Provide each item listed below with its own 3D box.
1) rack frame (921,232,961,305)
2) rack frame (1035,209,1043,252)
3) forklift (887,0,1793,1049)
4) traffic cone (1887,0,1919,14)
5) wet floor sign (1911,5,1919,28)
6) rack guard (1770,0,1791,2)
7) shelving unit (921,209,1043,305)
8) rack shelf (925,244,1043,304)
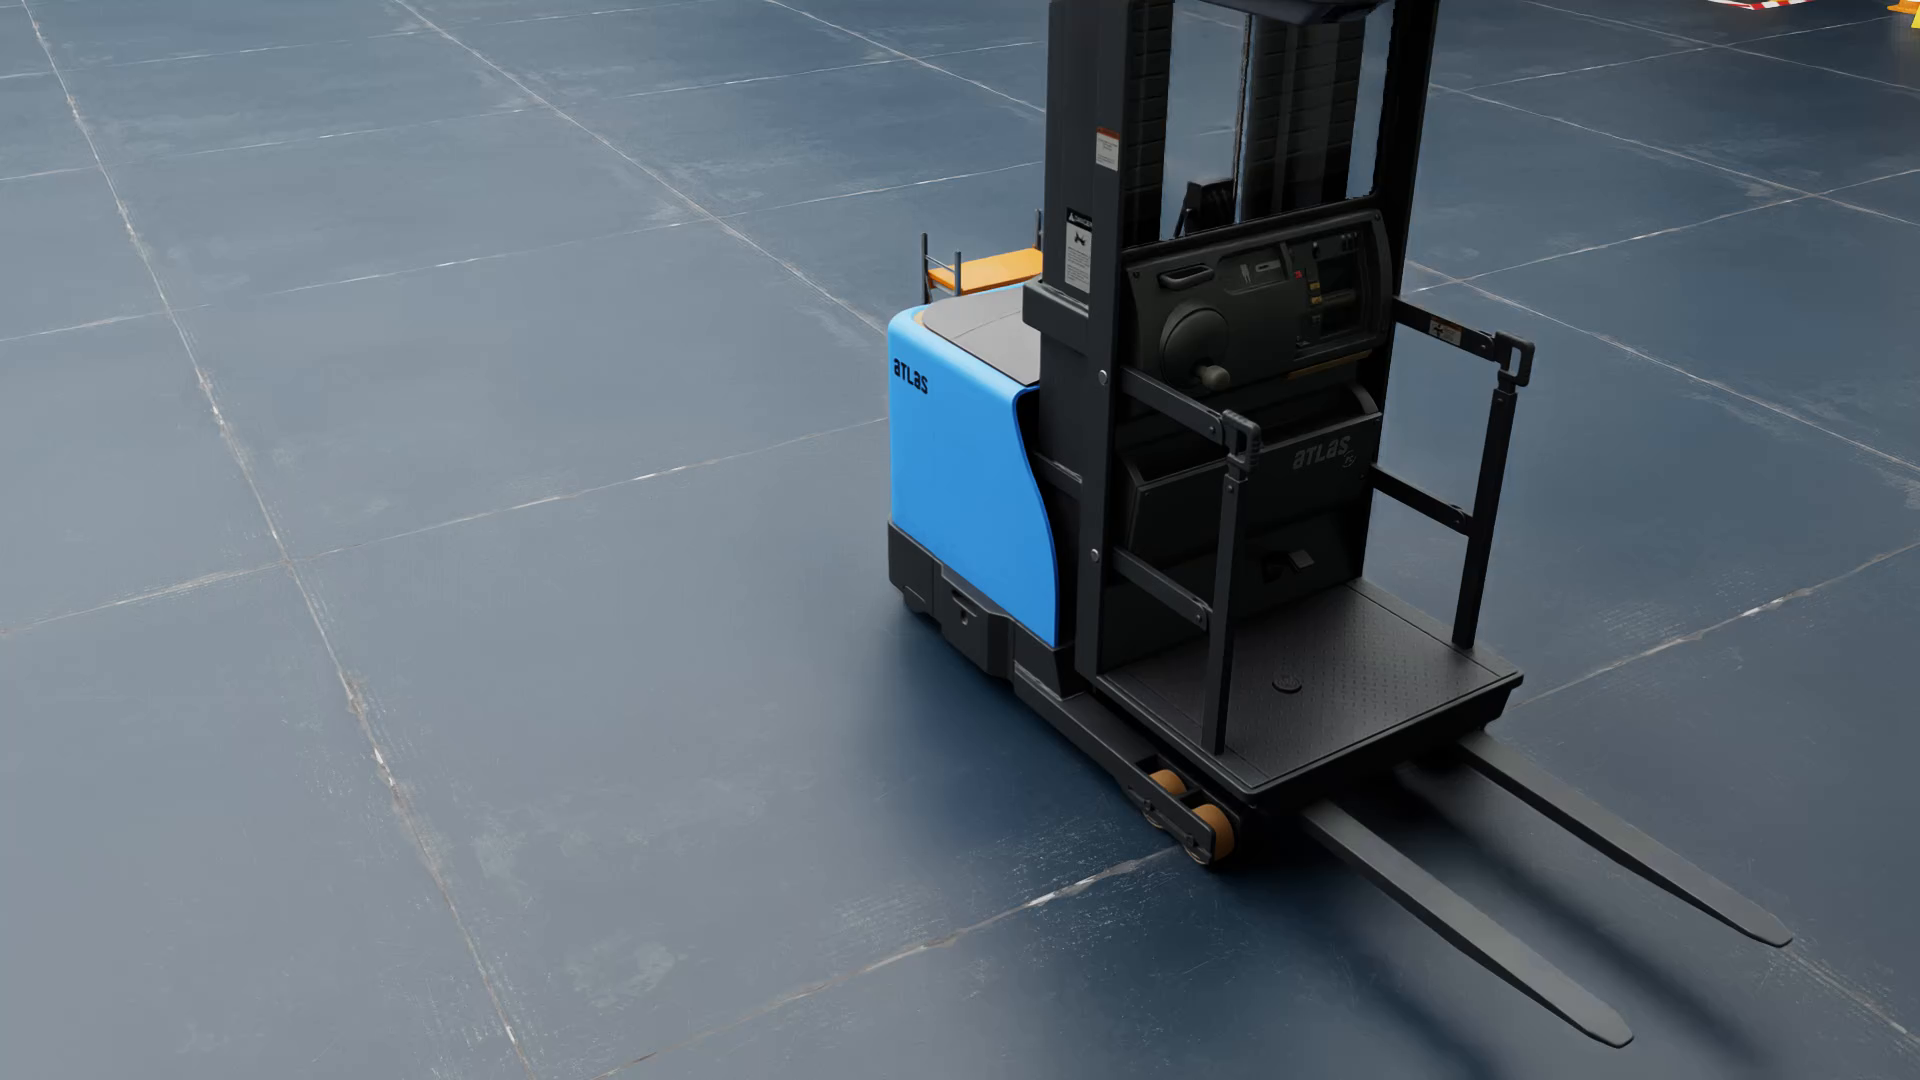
[{"bbox_3d":[-0.066,-0.507,6.046,0.015,1.200,0.240,-17,33,-28],"label":"rack frame"},{"bbox_3d":[0.346,-0.634,6.275,0.015,1.200,0.240,-17,33,-28],"label":"rack frame"},{"bbox_3d":[0.965,-0.628,4.474,1.130,2.935,3.031,-17,33,-28],"label":"forklift"},{"bbox_3d":[8.628,-5.008,14.965,0.334,0.463,0.336,-16,33,-26],"label":"traffic cone"},{"bbox_3d":[8.429,-4.717,14.250,0.232,0.644,0.267,-22,36,-35],"label":"wet floor sign"},{"bbox_3d":[7.430,-5.480,15.782,0.348,0.500,1.175,-16,33,-26],"label":"rack guard"},{"bbox_3d":[0.140,-0.570,6.161,0.503,1.200,0.258,-17,33,-28],"label":"shelving unit"},{"bbox_3d":[0.139,-0.914,5.971,0.480,0.148,0.258,-17,33,-28],"label":"rack shelf"}]
